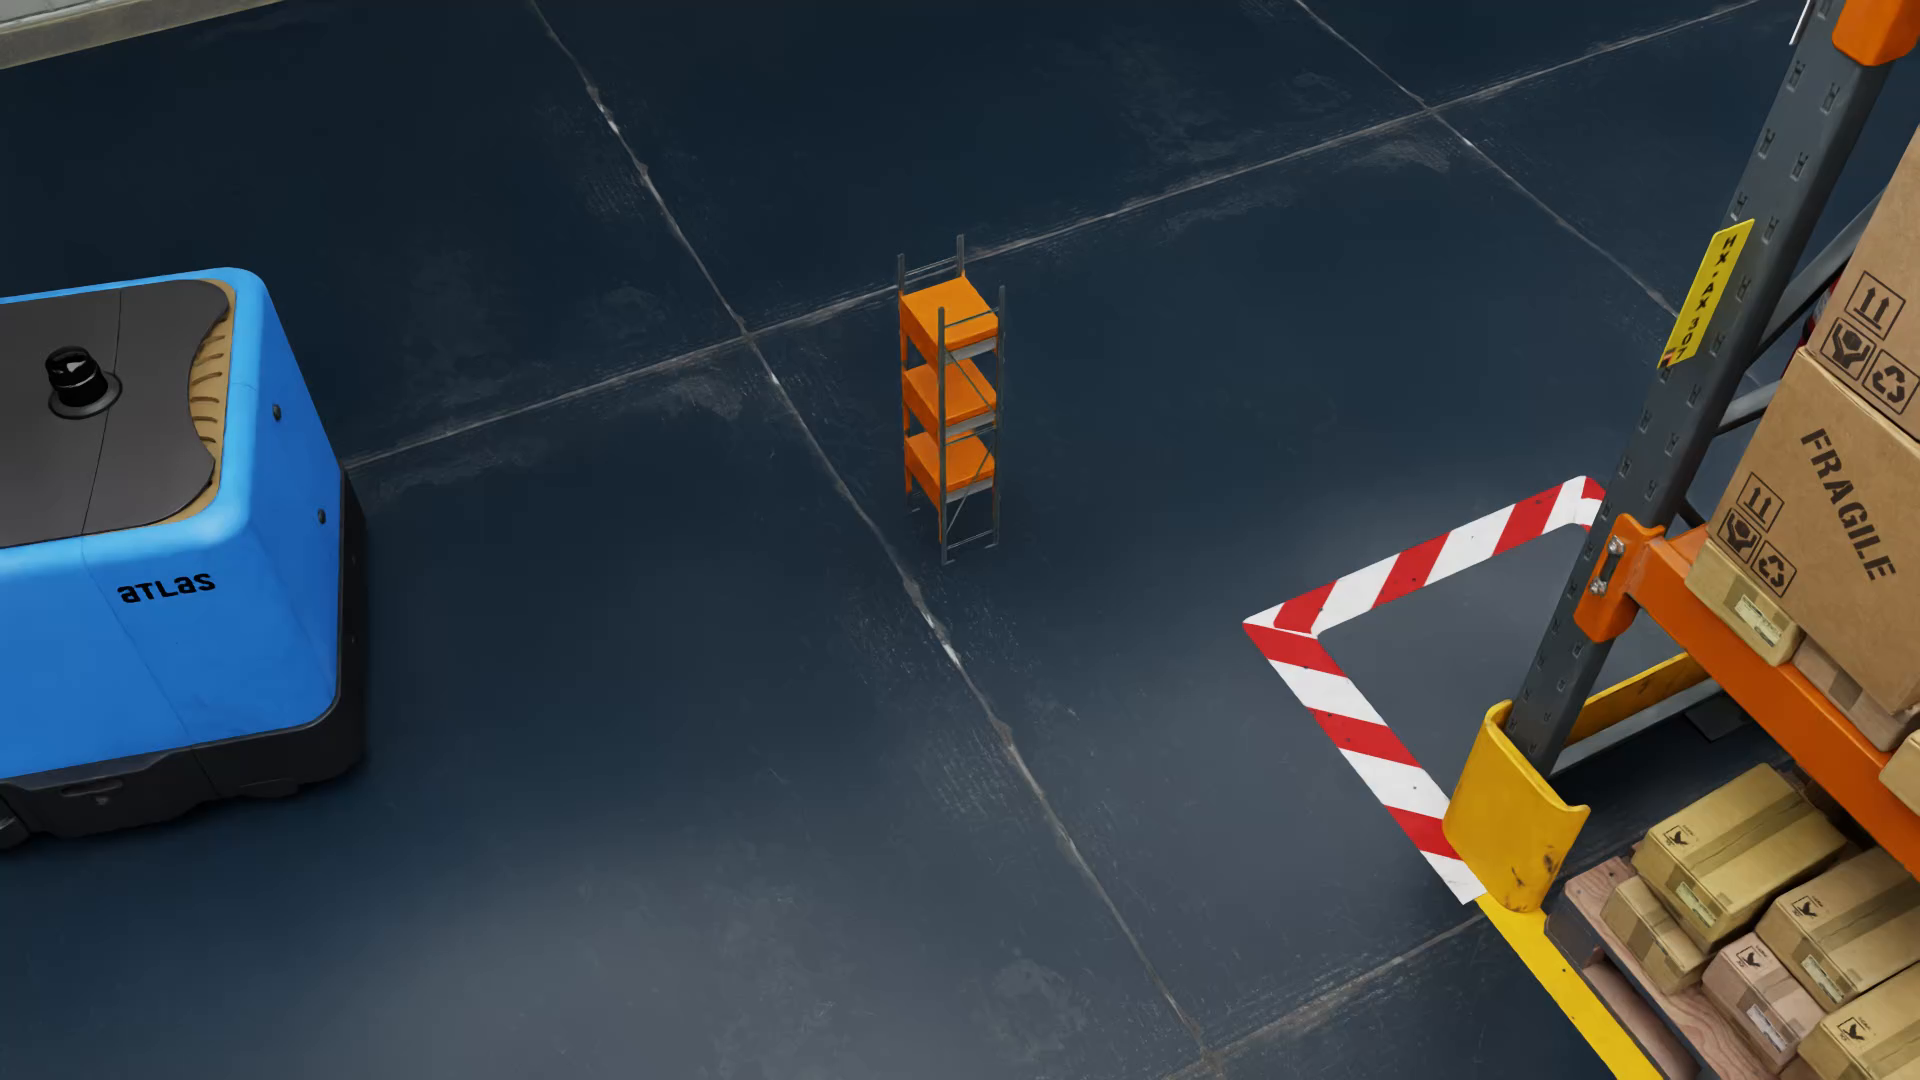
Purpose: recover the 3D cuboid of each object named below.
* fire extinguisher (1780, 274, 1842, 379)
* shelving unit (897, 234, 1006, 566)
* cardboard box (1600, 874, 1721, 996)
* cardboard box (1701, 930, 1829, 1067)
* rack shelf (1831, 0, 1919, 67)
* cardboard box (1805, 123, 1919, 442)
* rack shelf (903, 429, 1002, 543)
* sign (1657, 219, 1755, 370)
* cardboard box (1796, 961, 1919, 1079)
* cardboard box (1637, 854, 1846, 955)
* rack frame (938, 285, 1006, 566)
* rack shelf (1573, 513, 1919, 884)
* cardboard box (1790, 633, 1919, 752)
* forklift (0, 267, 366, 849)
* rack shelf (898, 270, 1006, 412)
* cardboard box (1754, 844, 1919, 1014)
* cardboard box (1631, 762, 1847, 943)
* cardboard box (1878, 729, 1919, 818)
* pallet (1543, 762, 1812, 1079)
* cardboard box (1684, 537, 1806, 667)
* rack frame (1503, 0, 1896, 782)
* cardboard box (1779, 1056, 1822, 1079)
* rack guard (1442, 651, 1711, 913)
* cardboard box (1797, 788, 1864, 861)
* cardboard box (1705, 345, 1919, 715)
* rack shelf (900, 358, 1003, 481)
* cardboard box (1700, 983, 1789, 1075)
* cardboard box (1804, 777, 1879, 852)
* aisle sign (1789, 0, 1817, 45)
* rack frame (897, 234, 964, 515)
[{"bbox_3d":[2.156,-0.532,4.022,0.296,0.674,0.183,-21,52,-18],"label":"fire extinguisher"},{"bbox_3d":[-0.024,-0.381,4.886,0.215,1.050,0.252,-21,52,-18],"label":"shelving unit"},{"bbox_3d":[1.816,0.909,4.078,0.380,0.149,0.250,-20,52,-17],"label":"cardboard box"},{"bbox_3d":[1.948,0.992,3.807,0.380,0.149,0.250,-21,52,-18],"label":"cardboard box"},{"bbox_3d":[2.776,0.235,1.537,1.077,0.370,4.000,-21,52,-18],"label":"rack shelf"},{"bbox_3d":[1.831,-0.421,2.697,0.500,0.500,0.500,-21,52,-18],"label":"cardboard box"},{"bbox_3d":[-0.024,-0.192,5.103,0.215,0.259,0.240,-21,52,-18],"label":"rack shelf"},{"bbox_3d":[1.379,-0.451,3.076,0.100,0.325,0.005,-21,52,-18],"label":"sign"},{"bbox_3d":[2.033,1.075,3.536,0.380,0.149,0.250,-21,52,-18],"label":"cardboard box"},{"bbox_3d":[1.873,0.789,3.985,0.380,0.149,0.250,-19,52,-16],"label":"cardboard box"},{"bbox_3d":[0.031,-0.300,4.815,0.200,1.050,0.008,-21,52,-18],"label":"rack frame"},{"bbox_3d":[2.776,1.223,2.666,1.077,0.370,4.000,-21,52,-18],"label":"rack shelf"},{"bbox_3d":[1.871,0.216,3.235,0.380,0.149,0.250,-19,52,-16],"label":"cardboard box"},{"bbox_3d":[-3.239,-0.406,3.658,3.031,2.935,1.130,-10,50,-8],"label":"forklift"},{"bbox_3d":[-0.024,-0.561,4.681,0.215,0.259,0.240,-21,52,-18],"label":"rack shelf"},{"bbox_3d":[2.032,0.863,3.723,0.380,0.149,0.250,-20,52,-17],"label":"cardboard box"},{"bbox_3d":[1.799,0.719,3.848,0.380,0.149,0.250,-23,53,-19],"label":"cardboard box"},{"bbox_3d":[1.947,0.414,3.062,0.380,0.149,0.250,-23,53,-19],"label":"cardboard box"},{"bbox_3d":[2.236,1.172,4.085,1.003,0.211,1.213,-21,52,-18],"label":"pallet"},{"bbox_3d":[1.718,0.060,3.372,0.380,0.149,0.250,-22,52,-18],"label":"cardboard box"},{"bbox_3d":[1.861,-0.353,3.566,1.000,3.000,0.127,-21,52,-18],"label":"rack frame"},{"bbox_3d":[2.129,1.219,3.806,0.380,0.149,0.250,-21,52,-17],"label":"cardboard box"},{"bbox_3d":[1.896,0.521,4.462,1.175,0.500,0.348,-21,52,-18],"label":"rack guard"},{"bbox_3d":[2.288,0.728,4.235,0.380,0.149,0.250,-20,52,-17],"label":"cardboard box"},{"bbox_3d":[1.821,-0.088,3.070,0.500,0.500,0.500,-19,51,-16],"label":"cardboard box"},{"bbox_3d":[-0.024,-0.374,4.894,0.215,0.259,0.240,-21,52,-18],"label":"rack shelf"},{"bbox_3d":[2.009,1.056,3.949,0.380,0.149,0.250,-21,52,-18],"label":"cardboard box"},{"bbox_3d":[2.357,0.605,4.146,0.380,0.149,0.250,-22,53,-18],"label":"cardboard box"},{"bbox_3d":[1.561,-1.154,2.540,0.394,0.787,0.004,-21,52,-18],"label":"aisle sign"},{"bbox_3d":[-0.080,-0.463,4.958,0.200,1.050,0.008,-21,52,-18],"label":"rack frame"}]
